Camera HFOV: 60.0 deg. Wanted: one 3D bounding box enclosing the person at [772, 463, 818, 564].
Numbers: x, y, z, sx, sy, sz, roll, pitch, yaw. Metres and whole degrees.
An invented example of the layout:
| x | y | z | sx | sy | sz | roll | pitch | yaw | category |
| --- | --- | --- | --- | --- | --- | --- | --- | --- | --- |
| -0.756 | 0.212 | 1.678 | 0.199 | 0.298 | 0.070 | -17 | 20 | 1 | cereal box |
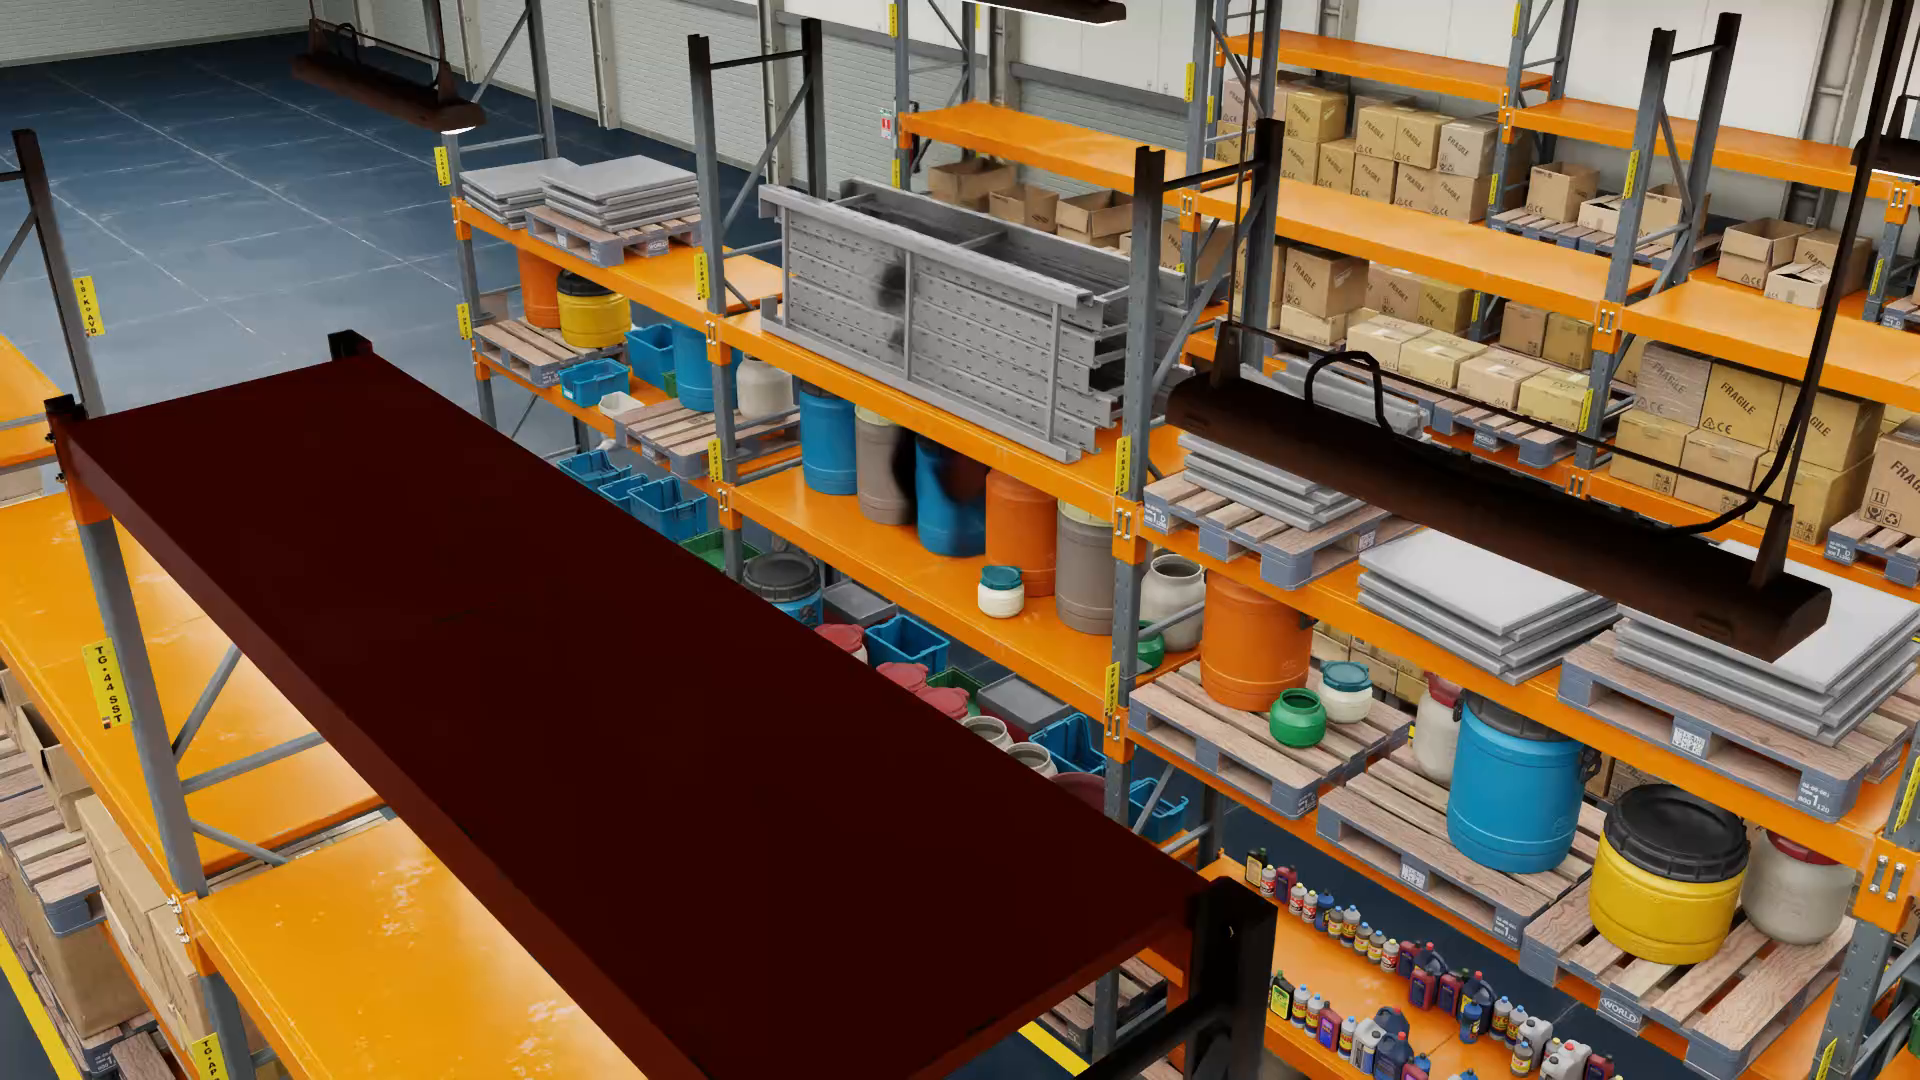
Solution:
| x | y | z | sx | sy | sz | roll | pitch | yaw | category |
| --- | --- | --- | --- | --- | --- | --- | --- | --- | --- |
| -1.571 | -0.176 | 15.466 | 0.597 | 1.737 | 0.599 | -22 | 34 | -37 | person |

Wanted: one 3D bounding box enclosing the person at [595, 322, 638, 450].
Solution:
| x | y | z | sx | sy | sz | roll | pitch | yaw | category |
| --- | --- | --- | --- | --- | --- | --- | --- | --- | --- |
| -3.888 | -1.845 | 19.266 | 0.866 | 1.852 | 0.669 | -6 | 28 | -11 | person |
